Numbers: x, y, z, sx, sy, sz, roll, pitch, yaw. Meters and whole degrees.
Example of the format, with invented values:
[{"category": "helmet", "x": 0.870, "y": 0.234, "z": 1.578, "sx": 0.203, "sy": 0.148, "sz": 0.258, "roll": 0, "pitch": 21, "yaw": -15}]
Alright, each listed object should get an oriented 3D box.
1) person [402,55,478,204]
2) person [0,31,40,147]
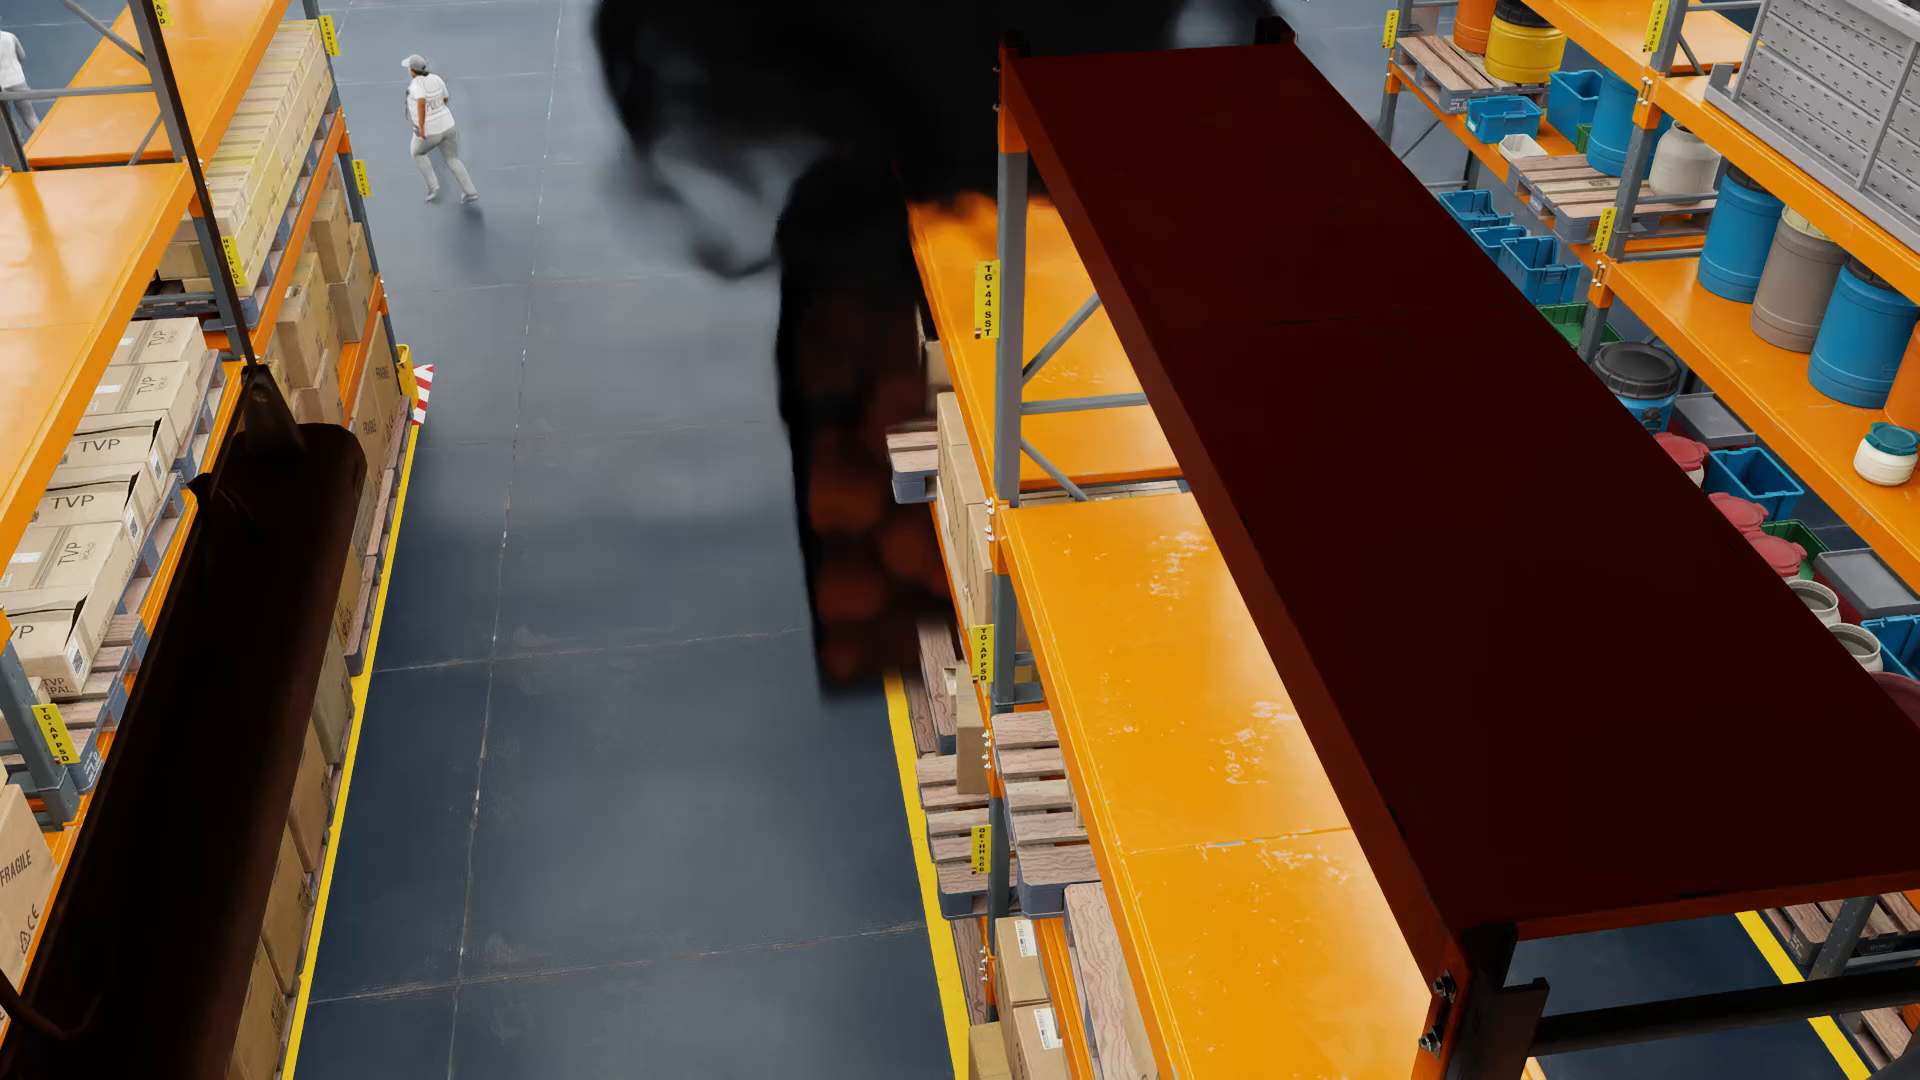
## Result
[{"category": "person", "x": -5.670, "y": -4.401, "z": 18.069, "sx": 0.832, "sy": 1.707, "sz": 0.626, "roll": 21, "pitch": 41, "yaw": 26}, {"category": "person", "x": -10.956, "y": -5.221, "z": 19.063, "sx": 0.664, "sy": 1.753, "sz": 0.853, "roll": -29, "pitch": 45, "yaw": -33}]
